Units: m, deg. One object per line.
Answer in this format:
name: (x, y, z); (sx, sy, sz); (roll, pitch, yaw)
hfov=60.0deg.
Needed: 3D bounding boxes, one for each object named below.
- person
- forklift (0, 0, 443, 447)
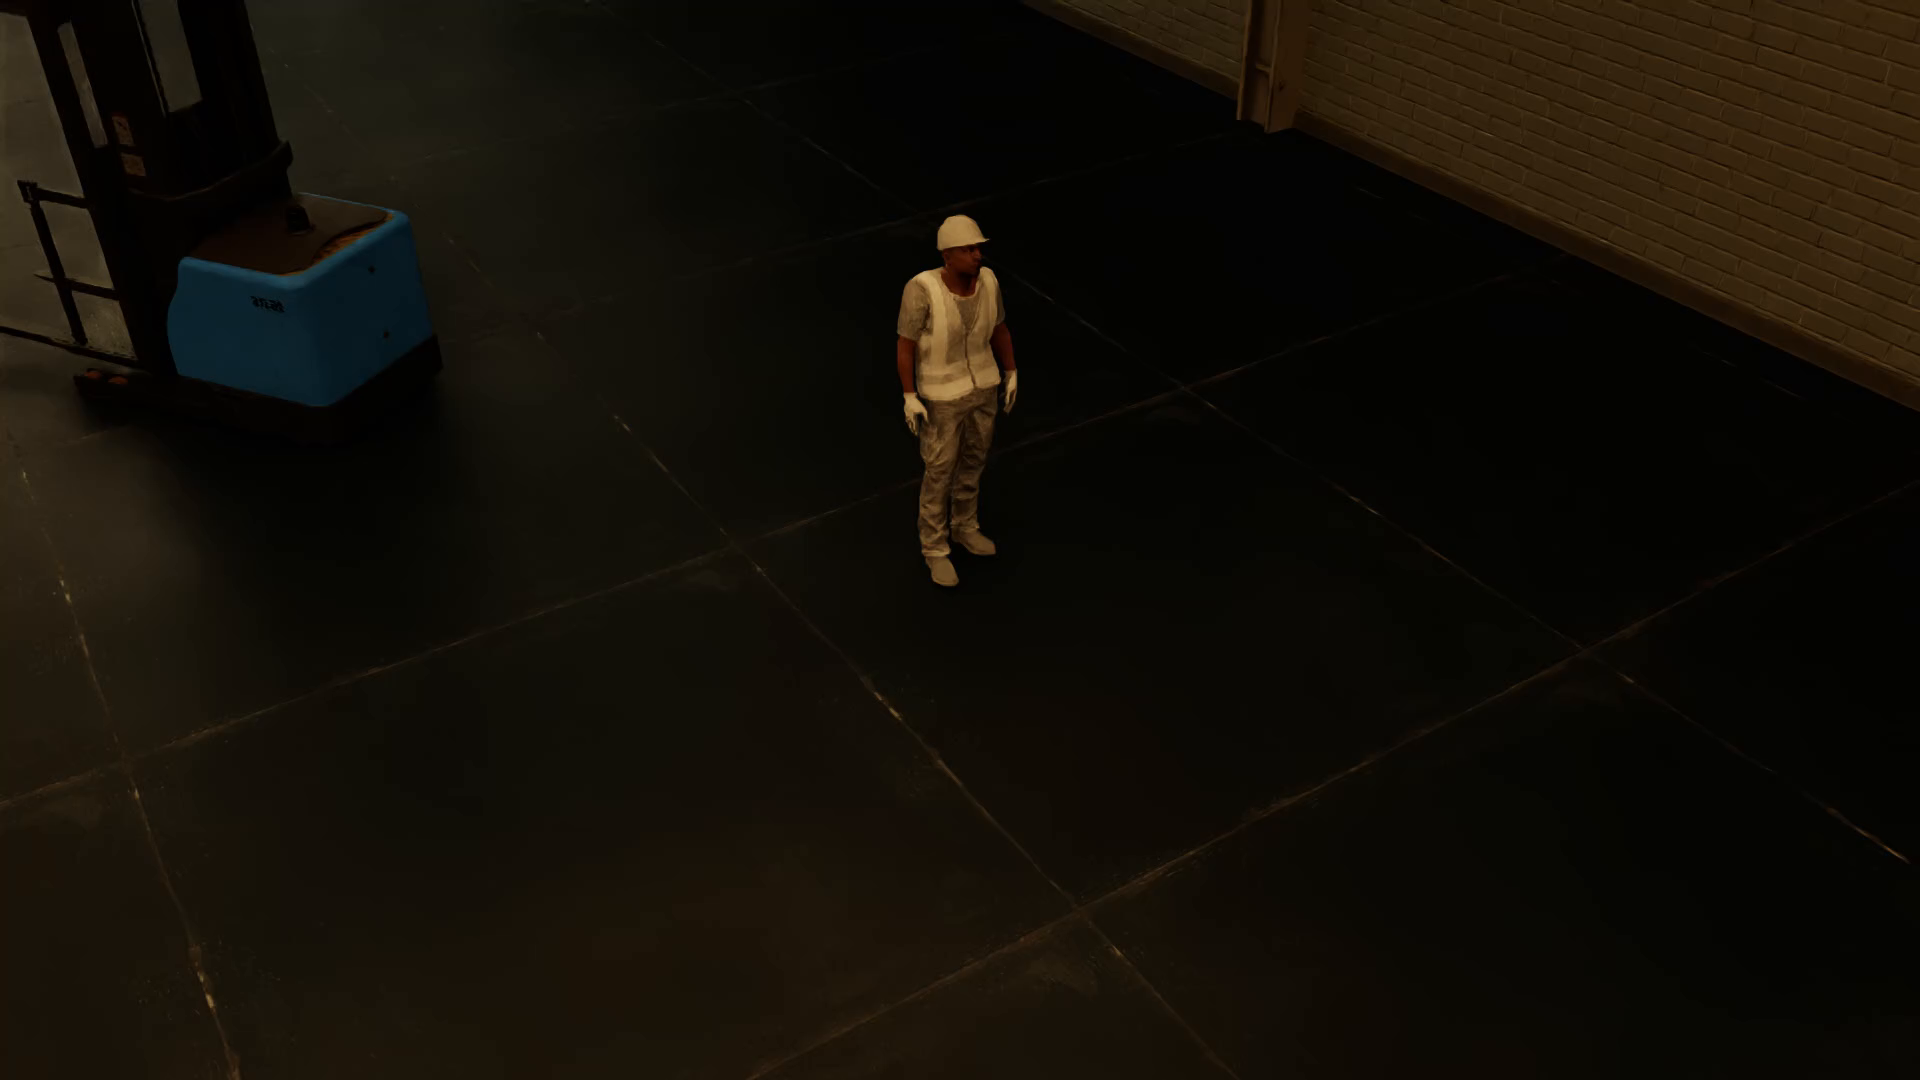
person: (0.033, -0.698, 8.127); (0.655, 1.782, 0.576); (-21, 40, -27)
forklift: (-4.696, -2.264, 9.370); (3.031, 2.935, 1.130); (13, 37, 18)
